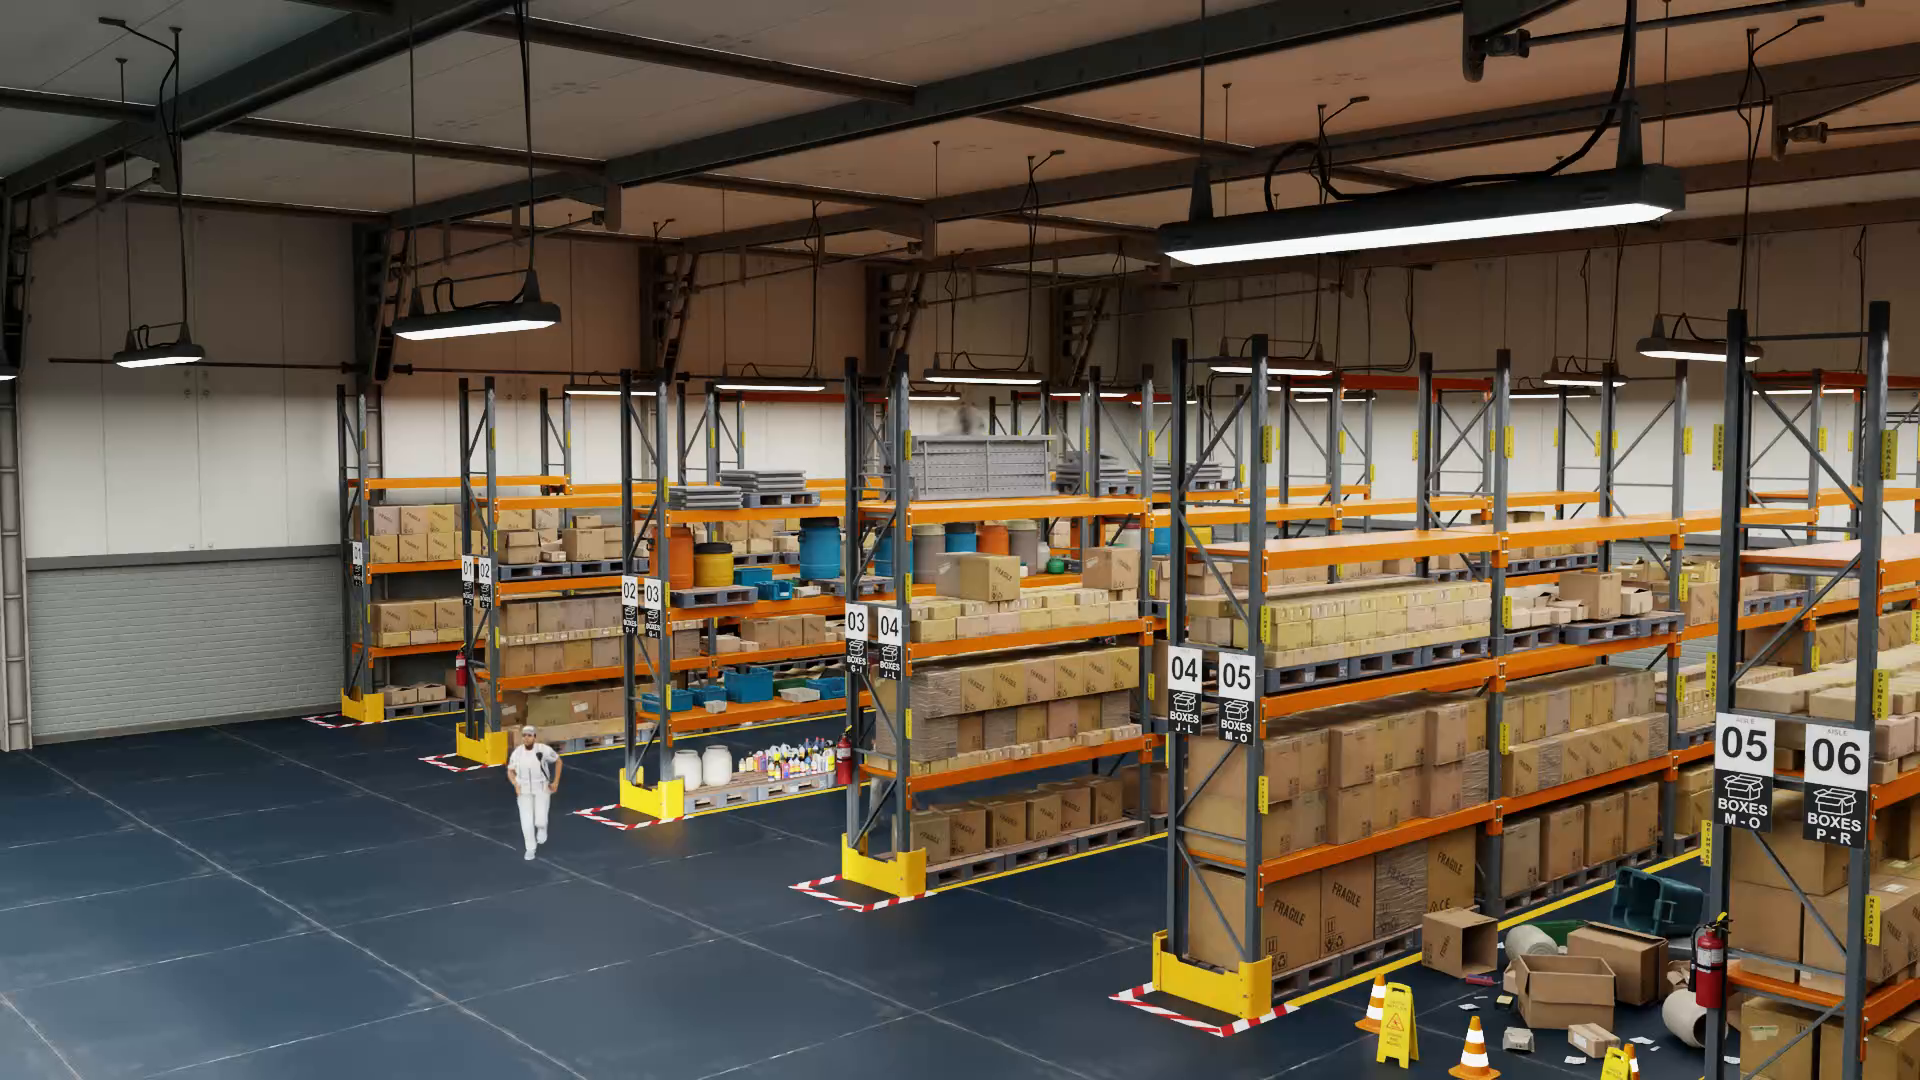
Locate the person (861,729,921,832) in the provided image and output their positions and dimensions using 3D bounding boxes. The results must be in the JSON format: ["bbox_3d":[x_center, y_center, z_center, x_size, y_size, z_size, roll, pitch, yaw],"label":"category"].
[{"bbox_3d":[-0.900,2.838,21.480,0.659,1.764,0.948,3,5,41],"label":"person"}]

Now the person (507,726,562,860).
[{"bbox_3d":[-5.149,3.047,20.085,0.630,1.634,0.595,0,4,-5],"label":"person"}]
